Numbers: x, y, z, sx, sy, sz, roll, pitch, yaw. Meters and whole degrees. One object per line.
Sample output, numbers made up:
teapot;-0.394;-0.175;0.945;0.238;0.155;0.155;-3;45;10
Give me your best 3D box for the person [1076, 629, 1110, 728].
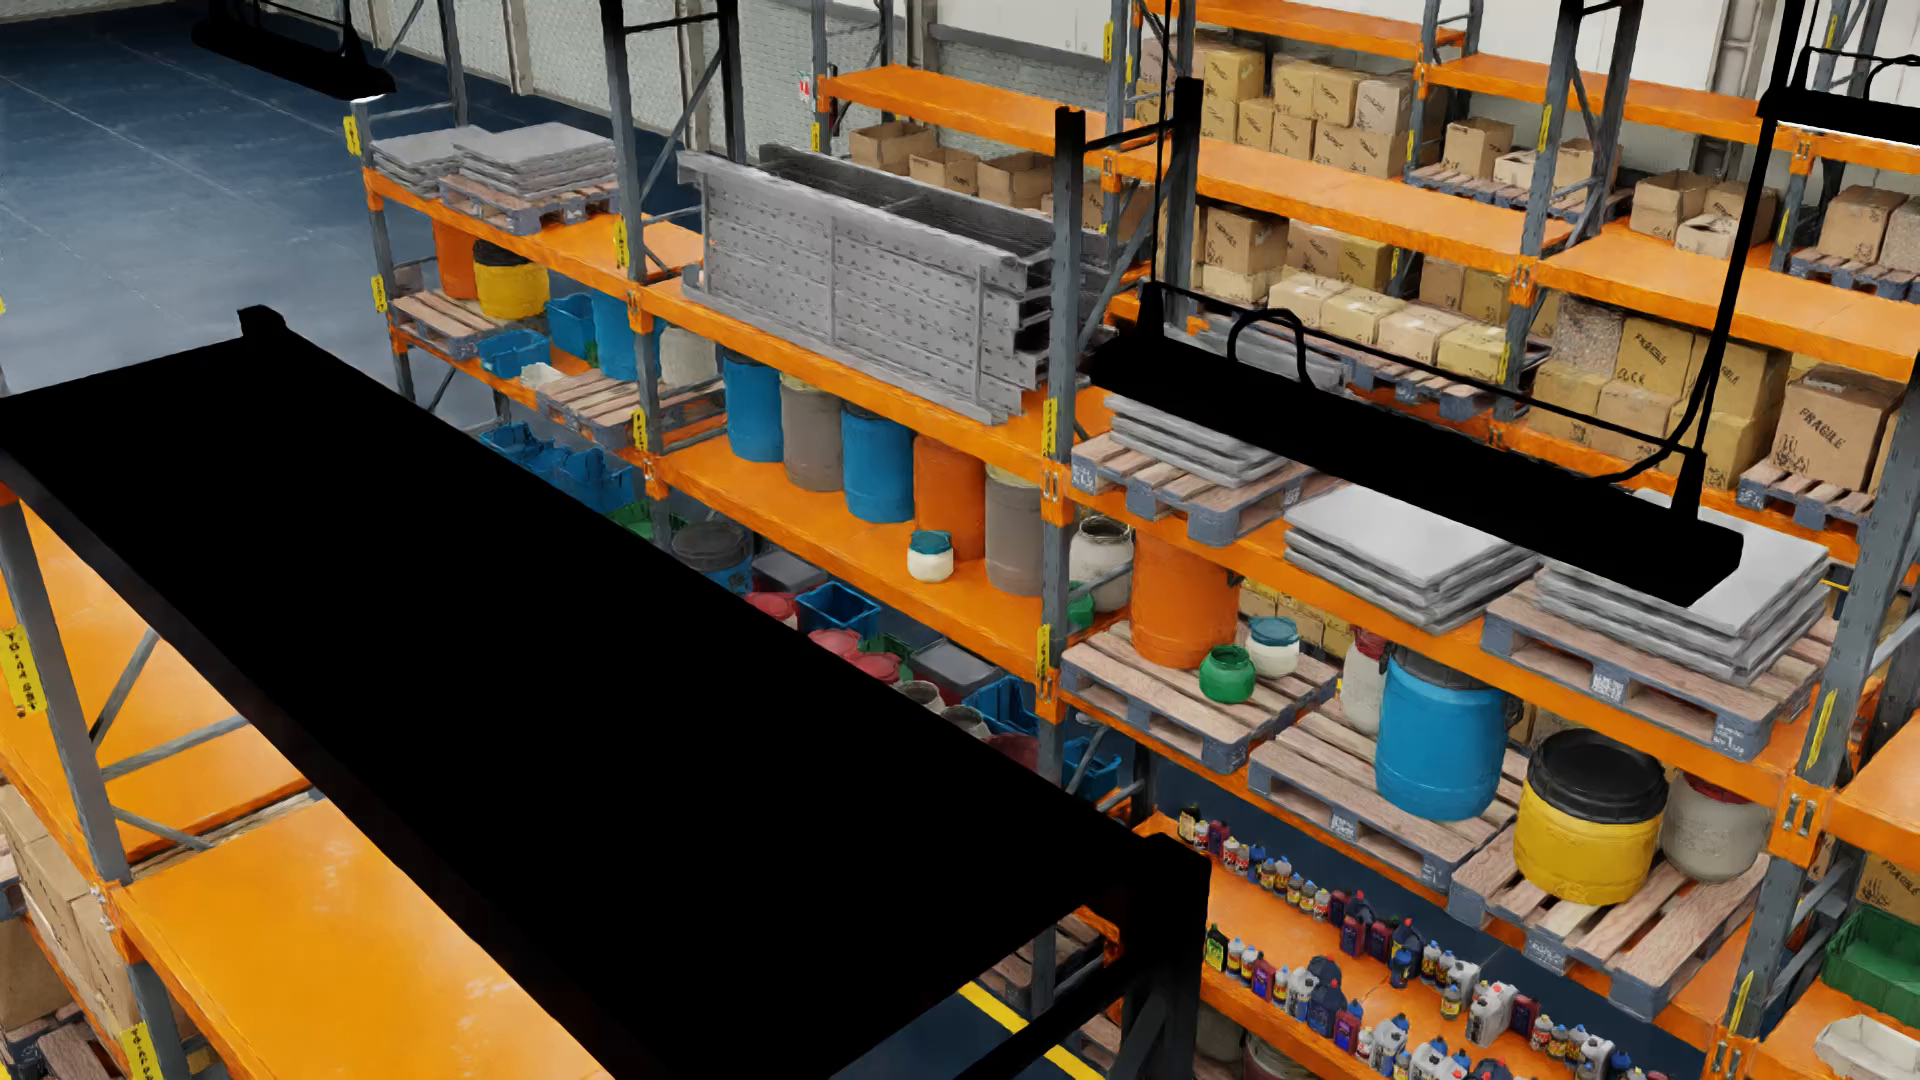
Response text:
person;1.099;0.748;13.761;0.639;1.628;0.505;-25;37;-39
